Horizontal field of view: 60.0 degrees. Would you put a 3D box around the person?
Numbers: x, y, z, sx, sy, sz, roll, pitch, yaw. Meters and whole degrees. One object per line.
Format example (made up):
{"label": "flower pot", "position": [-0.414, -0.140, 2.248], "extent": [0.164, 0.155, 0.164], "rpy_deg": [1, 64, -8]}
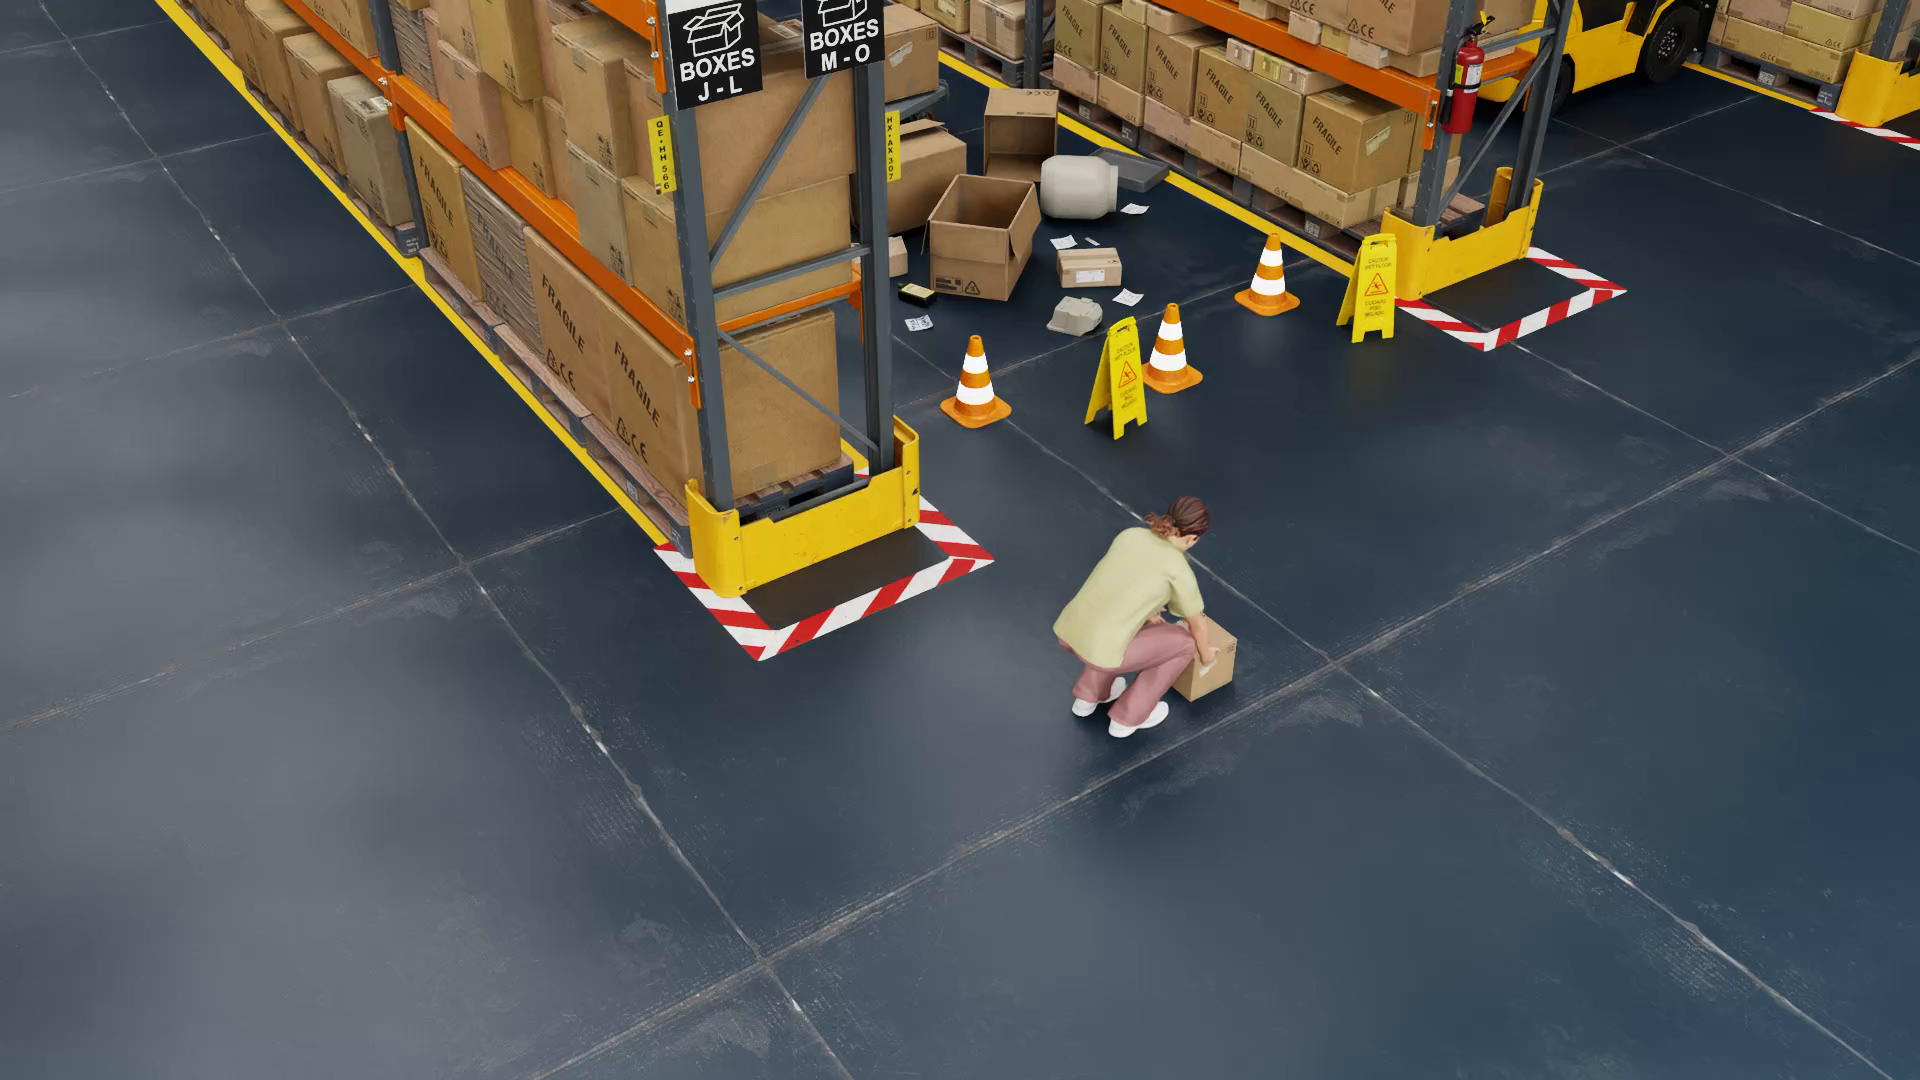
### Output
{"label": "person", "position": [0.747, 0.333, 7.144], "extent": [0.787, 0.974, 0.487], "rpy_deg": [-23, 42, -28]}
